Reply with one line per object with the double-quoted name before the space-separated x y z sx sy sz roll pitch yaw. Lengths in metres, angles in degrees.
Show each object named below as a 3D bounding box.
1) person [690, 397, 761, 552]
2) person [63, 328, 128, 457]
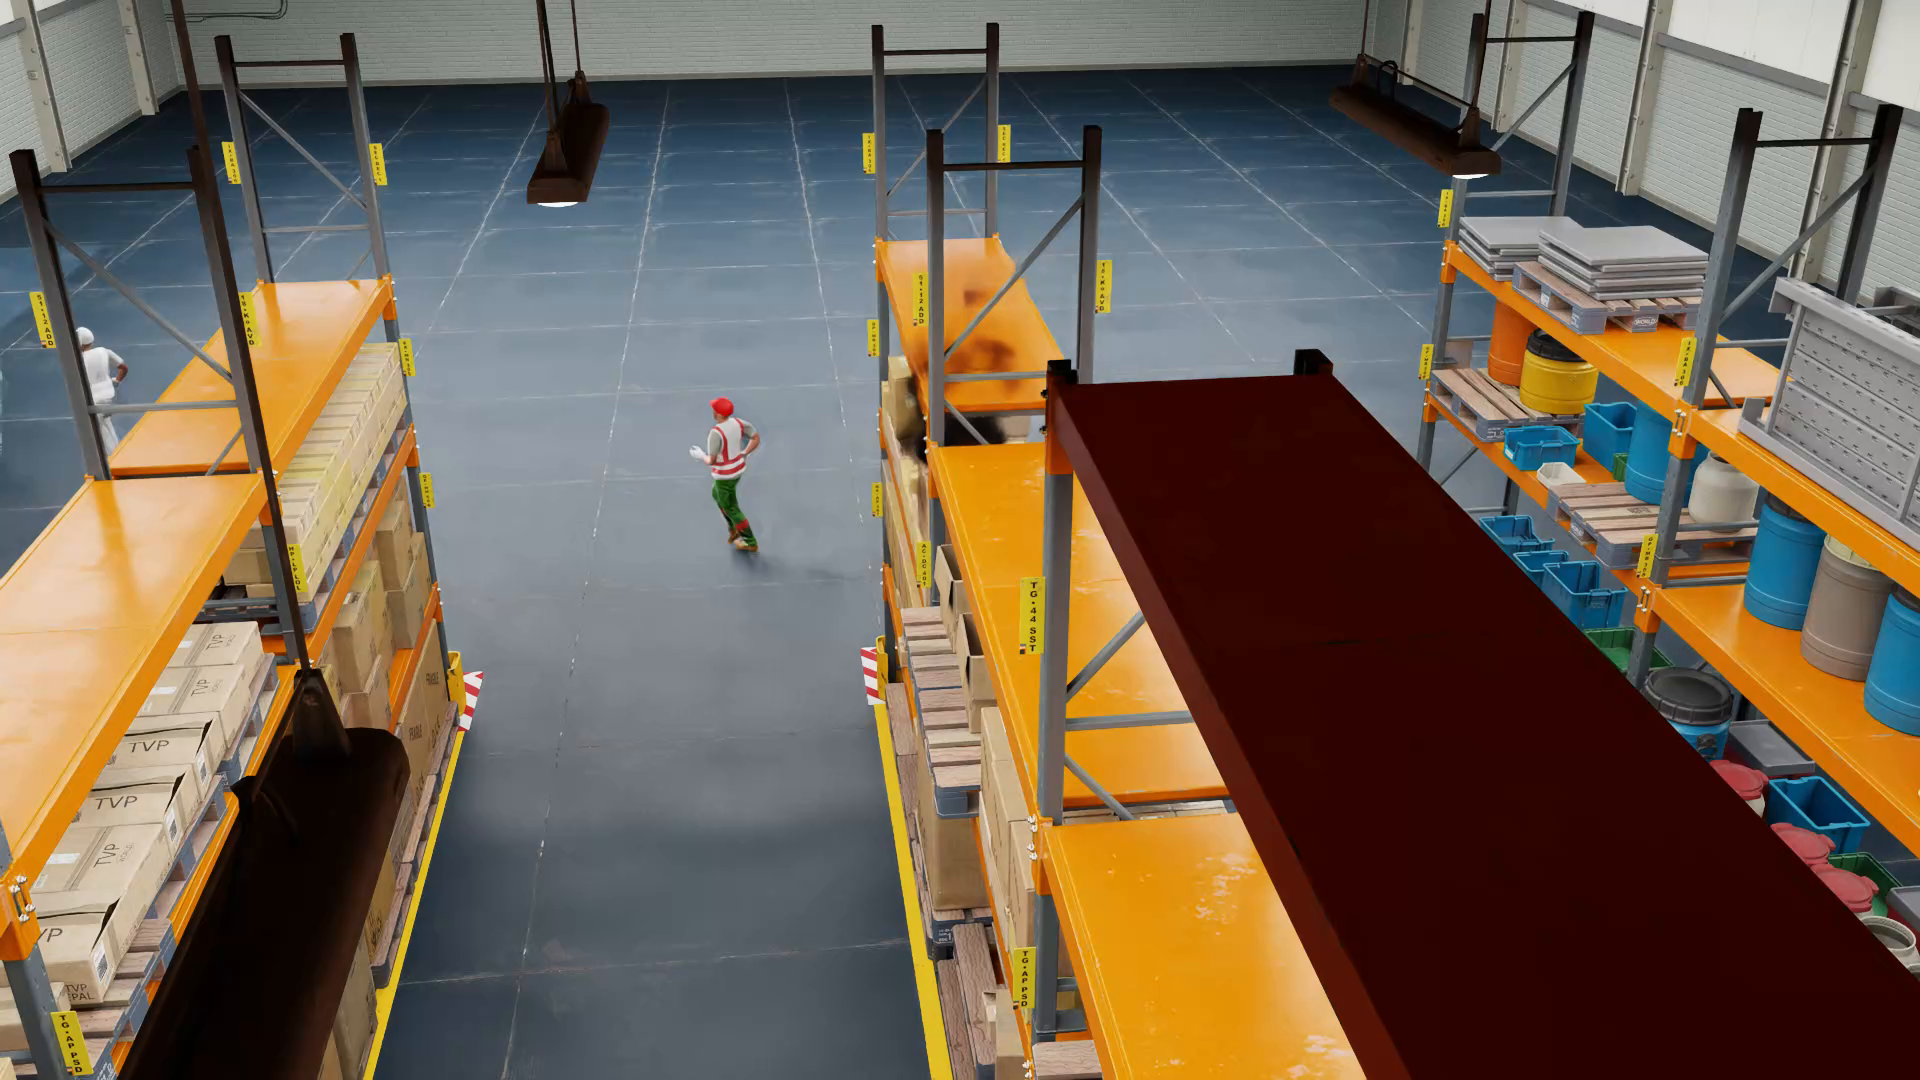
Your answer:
"person" -2.524 -0.707 17.935 0.721 1.804 0.632 12 28 23
"person" -10.375 -1.682 19.977 0.718 1.836 0.655 18 31 32
